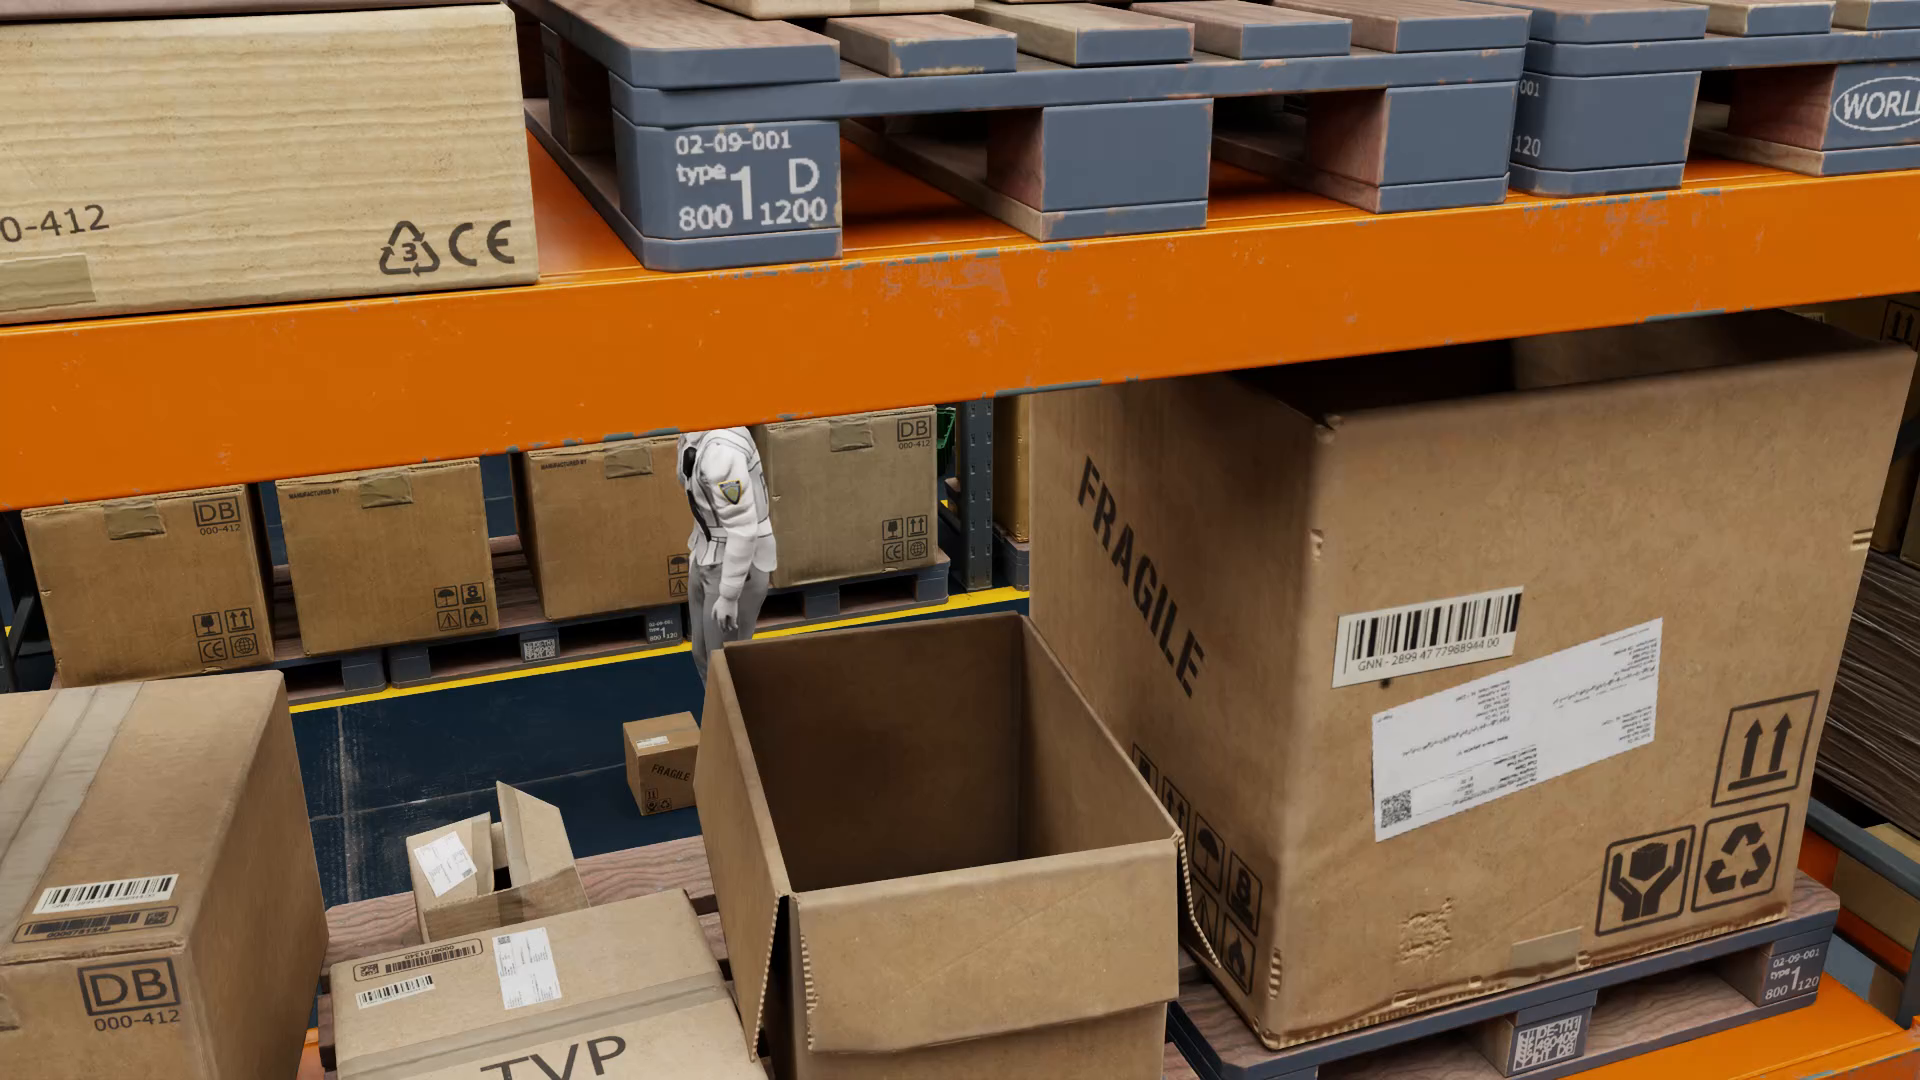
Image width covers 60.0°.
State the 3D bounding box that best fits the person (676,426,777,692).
[{"bbox_3d":[-0.837,0.119,5.816,0.375,1.654,0.528,-8,24,-19],"label":"person"}]
